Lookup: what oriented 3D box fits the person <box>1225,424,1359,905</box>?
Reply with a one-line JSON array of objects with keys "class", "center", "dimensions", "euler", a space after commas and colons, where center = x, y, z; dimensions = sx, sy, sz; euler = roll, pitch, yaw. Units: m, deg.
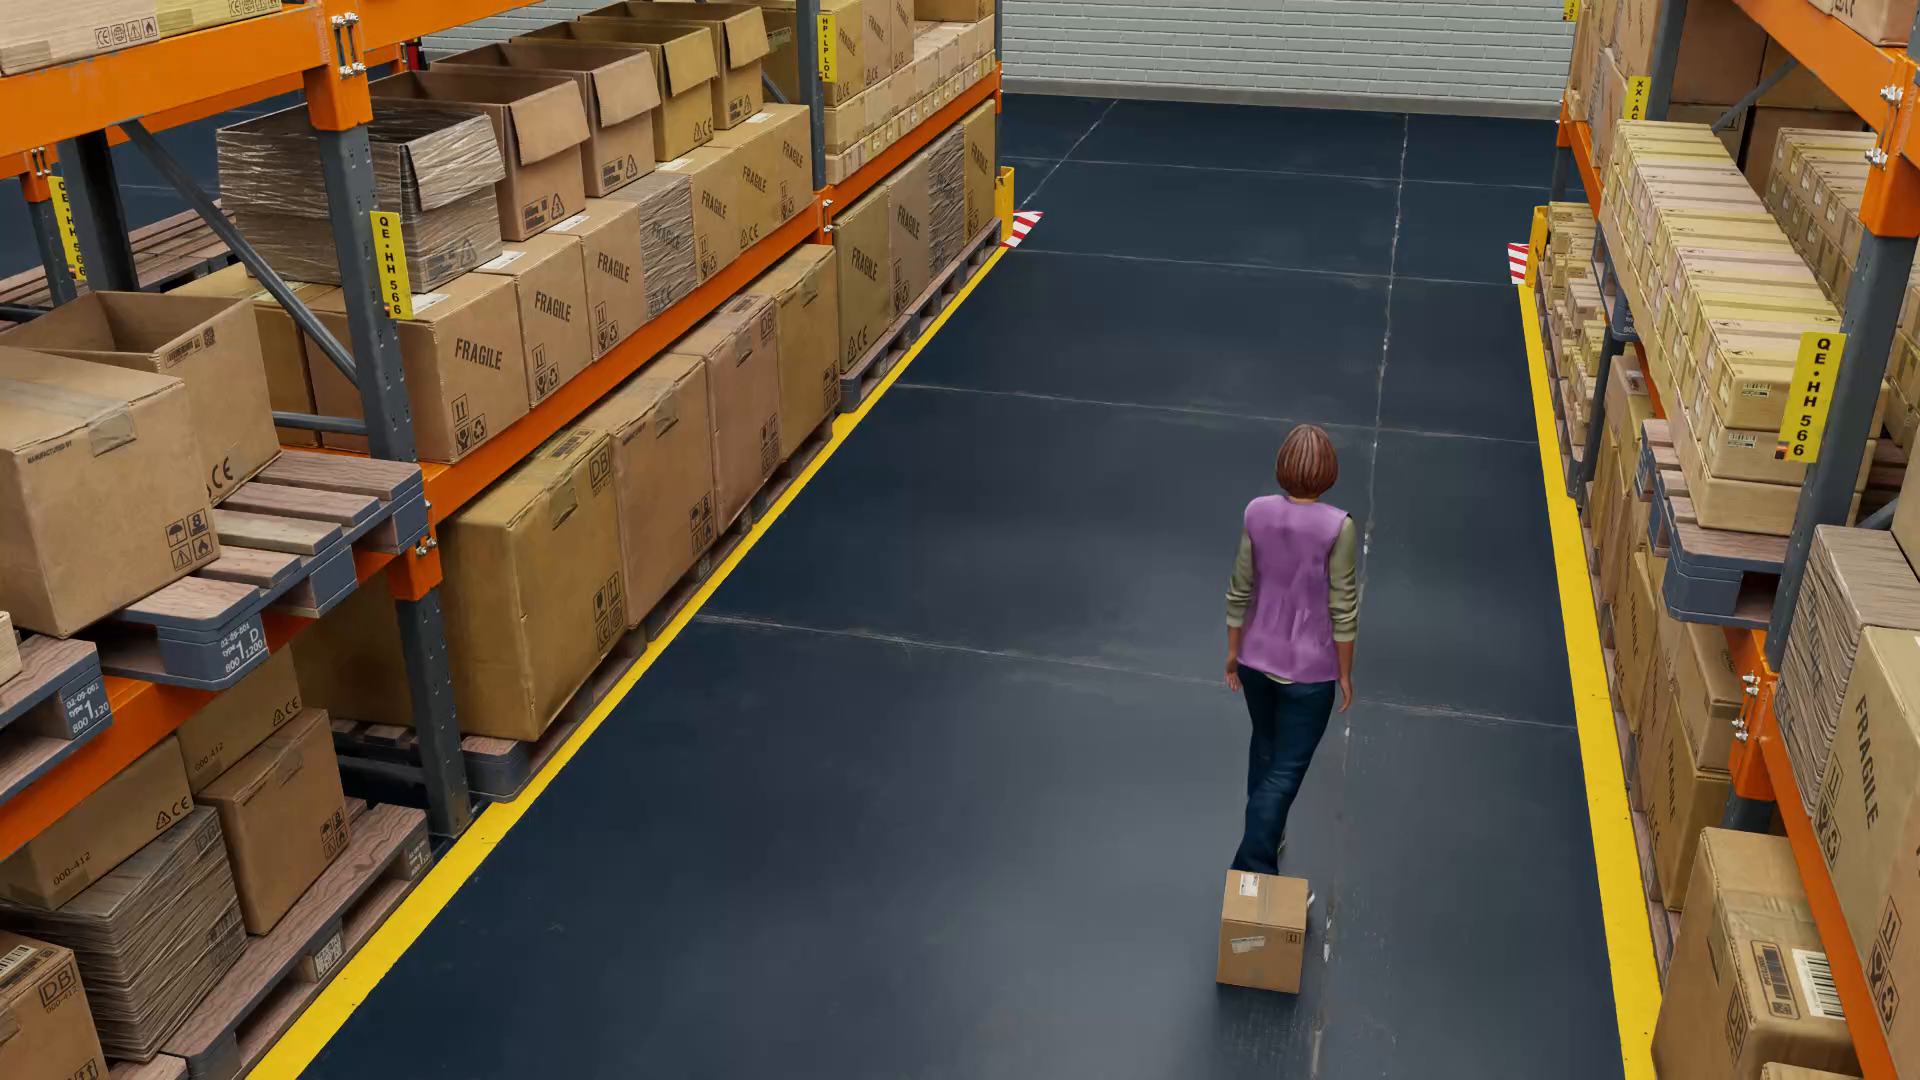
[{"class": "person", "center": [1.022, 0.416, 5.262], "dimensions": [0.451, 1.588, 0.507], "euler": [20, 32, 35]}]
